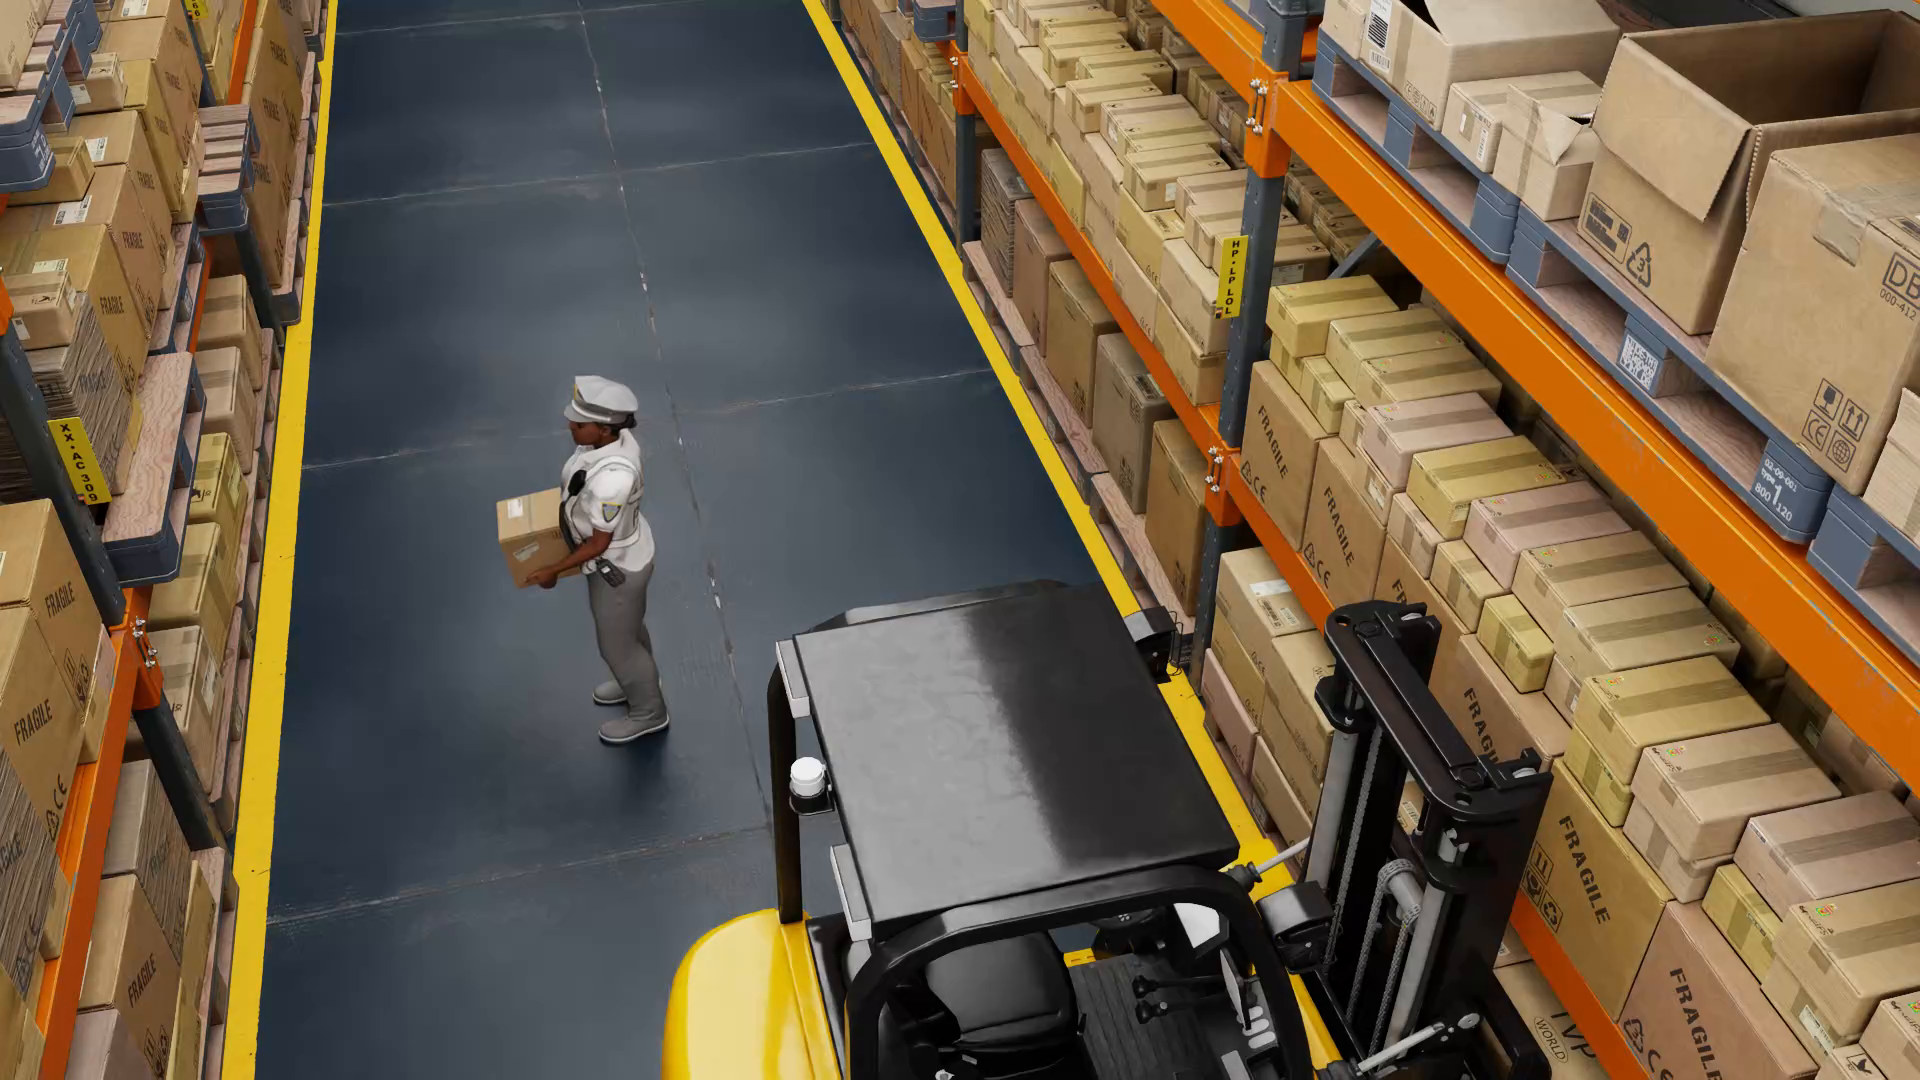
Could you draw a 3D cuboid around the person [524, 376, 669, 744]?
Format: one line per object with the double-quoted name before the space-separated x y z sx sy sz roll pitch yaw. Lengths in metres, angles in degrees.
"person" -1.457 0.084 6.590 0.527 1.689 0.451 -9 39 -11
